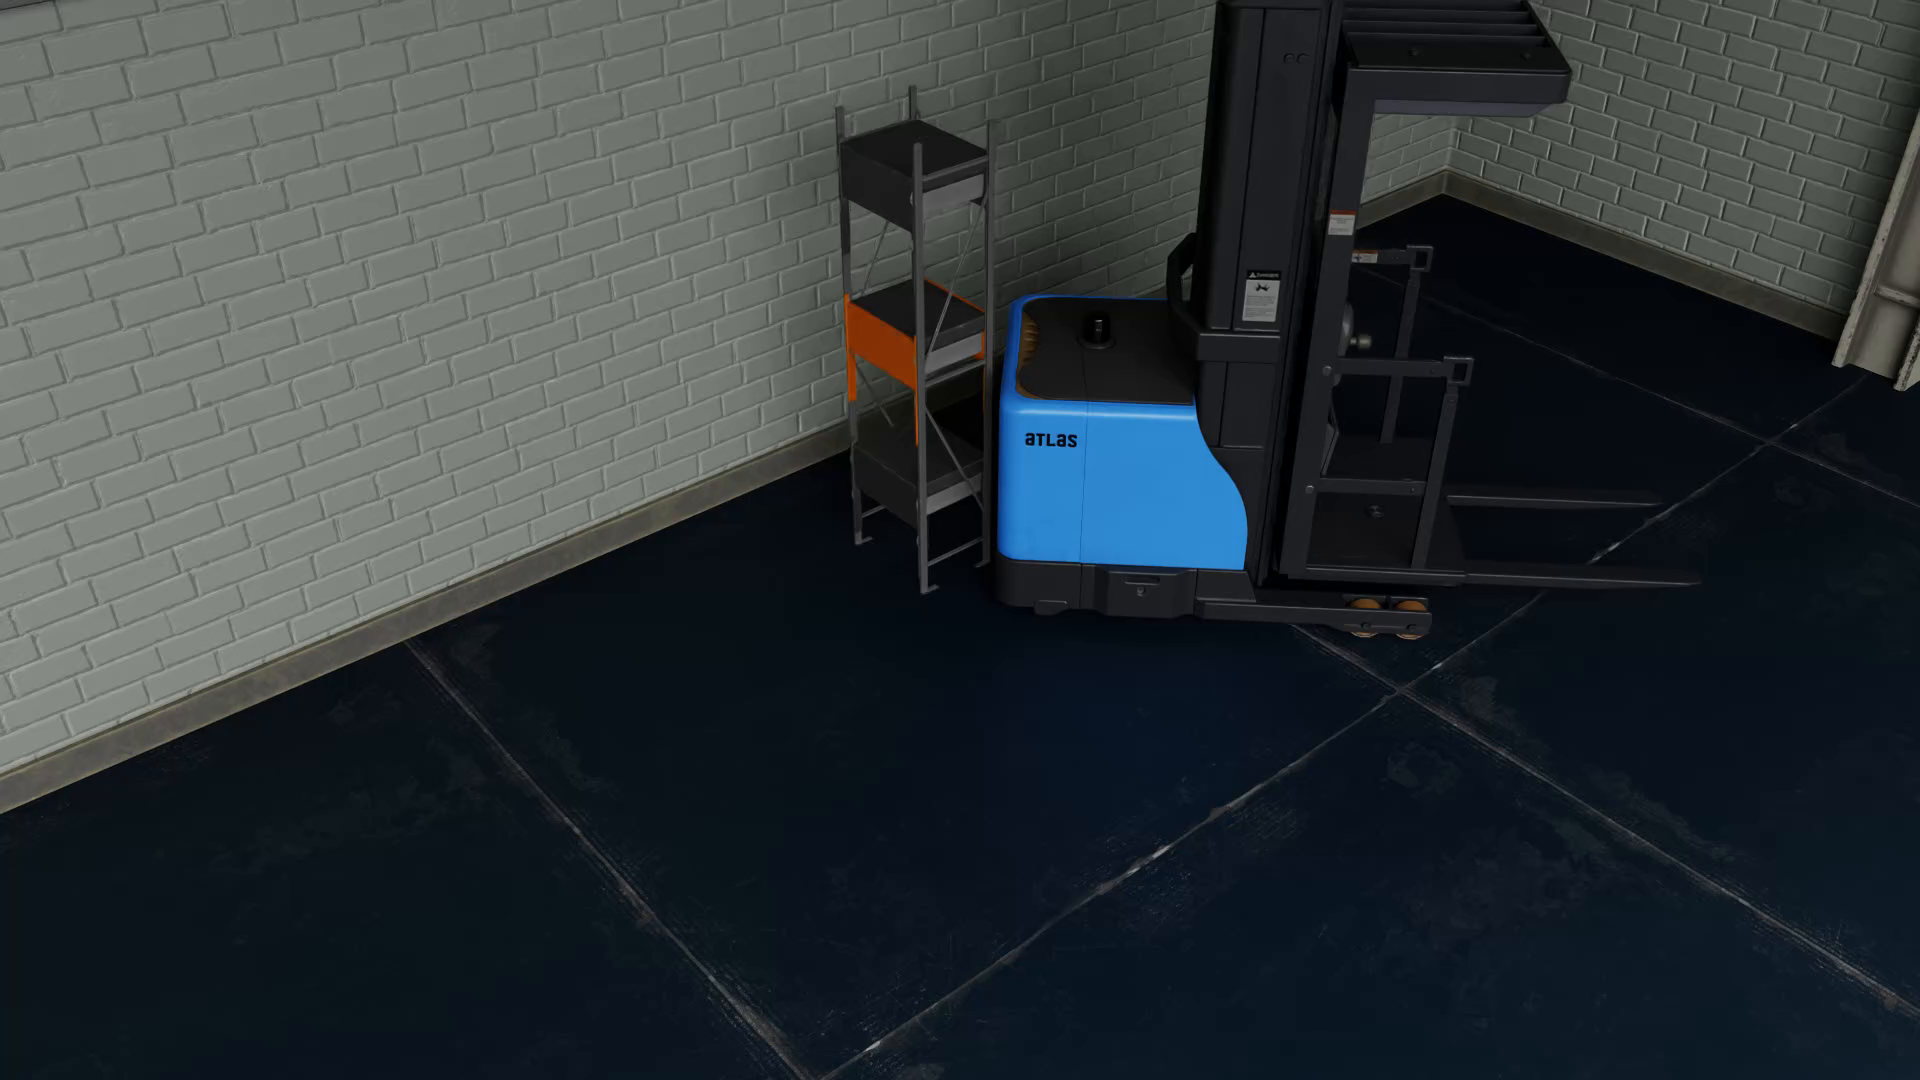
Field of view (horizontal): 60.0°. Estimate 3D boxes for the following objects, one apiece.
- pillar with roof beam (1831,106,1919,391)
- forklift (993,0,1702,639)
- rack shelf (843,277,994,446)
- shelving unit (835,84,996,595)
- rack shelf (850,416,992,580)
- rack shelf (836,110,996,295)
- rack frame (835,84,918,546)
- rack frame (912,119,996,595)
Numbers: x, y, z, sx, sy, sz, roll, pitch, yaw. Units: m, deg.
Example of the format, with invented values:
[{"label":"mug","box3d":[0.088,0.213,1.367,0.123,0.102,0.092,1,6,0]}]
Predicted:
[{"label":"pillar with roof beam","box3d":[1.727,-3.002,4.203,9.100,9.000,0.400,-26,43,-32]},{"label":"forklift","box3d":[1.689,-1.090,6.753,3.031,2.935,1.130,2,35,4]},{"label":"rack shelf","box3d":[-0.175,-0.787,7.068,0.431,0.518,0.480,-26,43,-31]},{"label":"shelving unit","box3d":[-0.175,-0.798,7.060,0.431,2.100,0.503,-26,43,-31]},{"label":"rack shelf","box3d":[-0.175,-0.216,7.472,0.431,0.518,0.480,-26,43,-31]},{"label":"rack shelf","box3d":[-0.175,-1.358,6.663,0.431,0.518,0.480,-26,43,-31]},{"label":"rack frame","box3d":[-0.331,-0.907,7.213,0.400,2.100,0.015,-26,43,-31]},{"label":"rack frame","box3d":[-0.020,-0.689,6.907,0.400,2.100,0.015,-26,43,-31]}]
